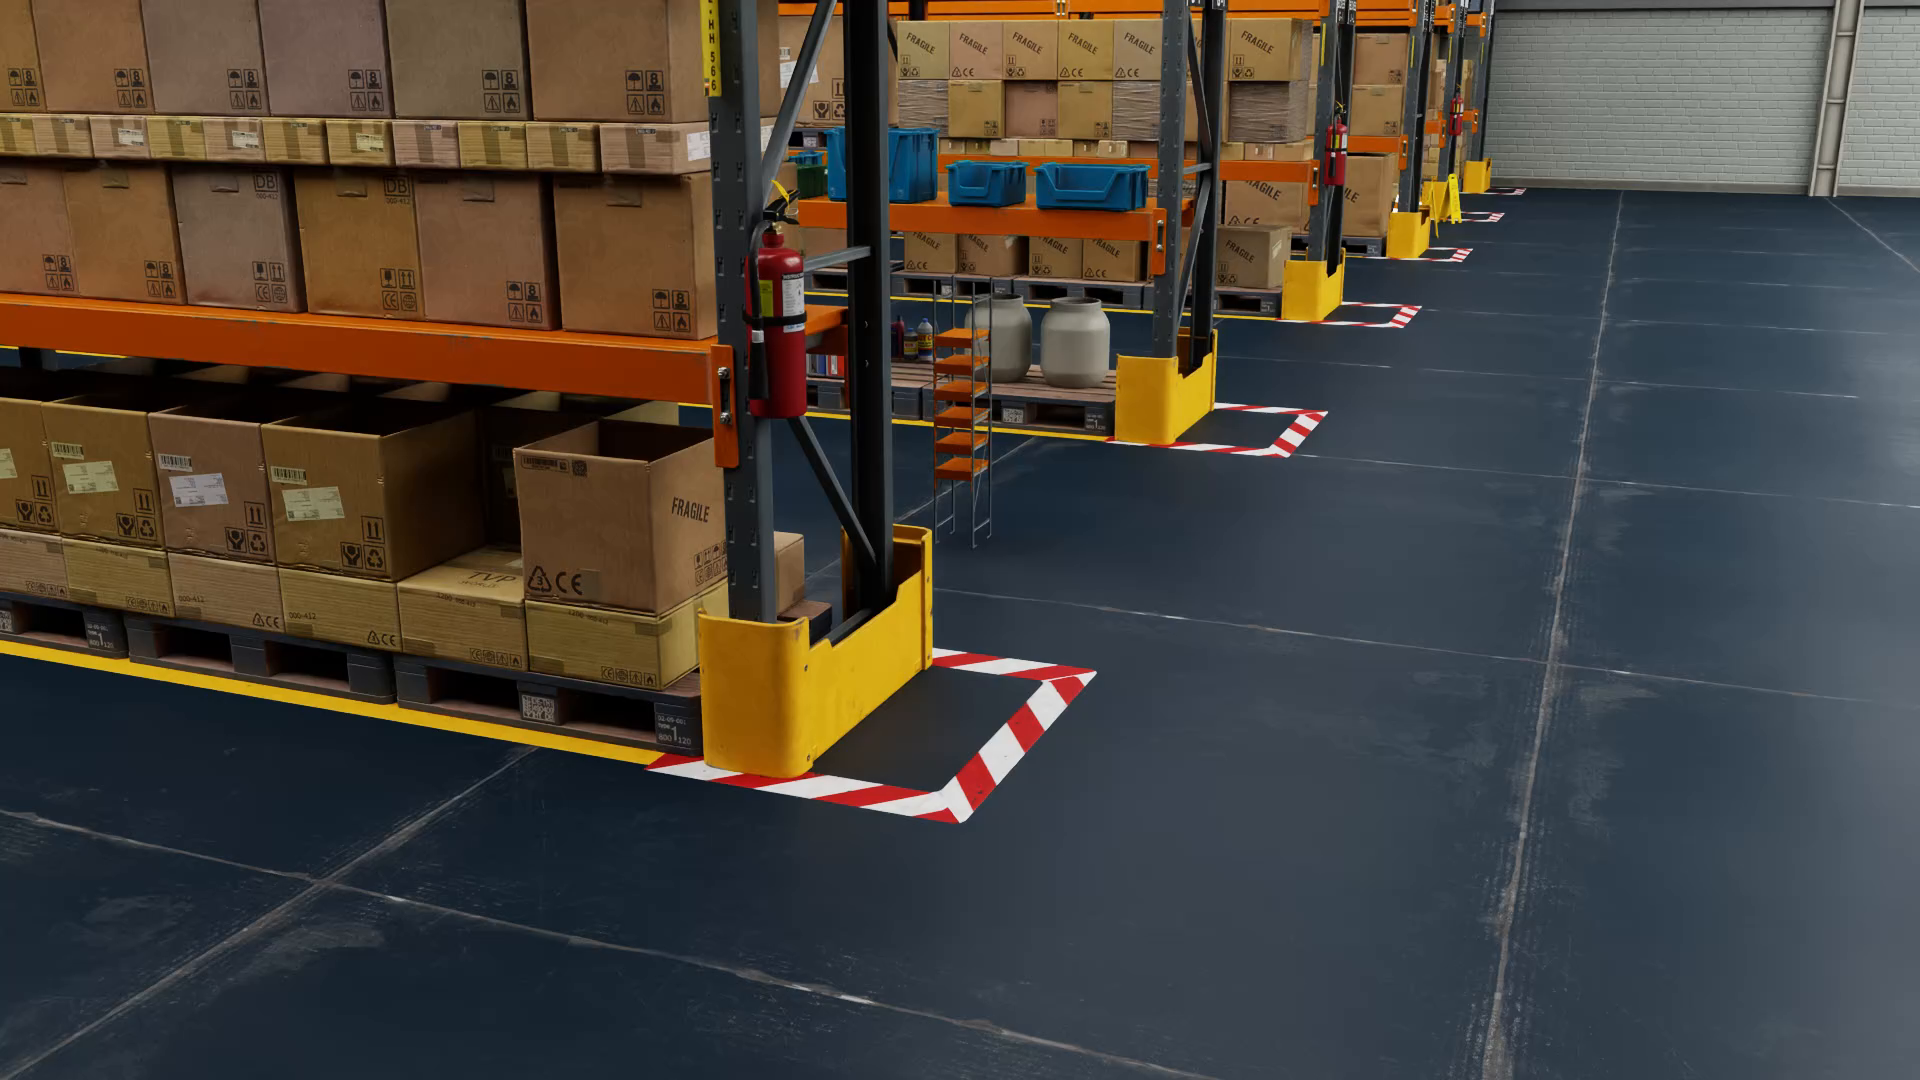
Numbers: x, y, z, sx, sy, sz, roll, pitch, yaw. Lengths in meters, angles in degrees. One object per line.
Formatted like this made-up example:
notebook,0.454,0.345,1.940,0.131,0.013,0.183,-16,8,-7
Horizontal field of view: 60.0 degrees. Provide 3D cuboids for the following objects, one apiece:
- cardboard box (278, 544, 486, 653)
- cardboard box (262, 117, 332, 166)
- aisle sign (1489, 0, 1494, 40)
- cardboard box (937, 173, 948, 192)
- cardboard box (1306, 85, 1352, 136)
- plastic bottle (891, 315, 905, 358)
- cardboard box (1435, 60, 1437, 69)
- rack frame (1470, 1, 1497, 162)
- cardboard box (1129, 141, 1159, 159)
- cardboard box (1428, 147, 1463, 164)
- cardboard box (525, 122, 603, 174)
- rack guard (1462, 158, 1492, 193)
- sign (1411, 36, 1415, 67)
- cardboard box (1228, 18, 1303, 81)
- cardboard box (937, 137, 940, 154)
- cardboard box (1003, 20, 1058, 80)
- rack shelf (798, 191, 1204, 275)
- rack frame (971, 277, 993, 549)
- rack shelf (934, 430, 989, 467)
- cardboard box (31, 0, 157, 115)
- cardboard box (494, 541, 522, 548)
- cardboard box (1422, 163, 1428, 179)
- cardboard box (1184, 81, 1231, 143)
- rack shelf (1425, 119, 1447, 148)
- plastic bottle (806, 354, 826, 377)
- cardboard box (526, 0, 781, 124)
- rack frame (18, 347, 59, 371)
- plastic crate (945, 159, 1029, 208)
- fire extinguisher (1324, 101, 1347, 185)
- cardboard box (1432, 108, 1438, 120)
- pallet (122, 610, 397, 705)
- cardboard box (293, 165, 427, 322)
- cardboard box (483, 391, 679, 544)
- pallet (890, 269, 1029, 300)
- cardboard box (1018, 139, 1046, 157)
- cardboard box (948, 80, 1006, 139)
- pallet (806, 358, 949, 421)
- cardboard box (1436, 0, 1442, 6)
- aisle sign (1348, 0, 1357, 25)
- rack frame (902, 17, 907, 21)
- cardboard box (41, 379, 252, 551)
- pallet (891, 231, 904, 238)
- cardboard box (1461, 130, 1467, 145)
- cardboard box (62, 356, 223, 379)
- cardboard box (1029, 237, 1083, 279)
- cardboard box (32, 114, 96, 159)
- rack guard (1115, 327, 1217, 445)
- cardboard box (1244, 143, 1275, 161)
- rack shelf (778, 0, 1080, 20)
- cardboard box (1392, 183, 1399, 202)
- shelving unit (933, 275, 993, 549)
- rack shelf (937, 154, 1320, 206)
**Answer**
cardboard box,-2.021,0.173,5.876,0.500,0.250,0.500,6,17,21
cardboard box,-2.109,-1.350,5.601,0.250,0.149,0.380,7,18,22
aisle sign,8.567,-8.461,26.776,0.004,0.787,0.394,6,17,21
cardboard box,-0.153,-4.384,20.676,0.750,0.750,1.050,6,17,21
cardboard box,4.193,-4.862,18.774,0.550,0.550,0.875,6,17,21
plastic bottle,-0.433,-1.354,11.040,0.133,0.283,0.061,7,17,22
cardboard box,7.709,-7.817,27.343,0.250,0.149,0.380,7,17,22
rack frame,8.614,-7.296,27.424,0.127,3.000,1.000,6,17,21
cardboard box,1.650,-3.416,14.511,0.250,0.149,0.380,6,17,21
cardboard box,8.047,-6.386,27.571,0.500,0.250,0.500,6,17,20
cardboard box,-1.148,-1.244,5.237,0.250,0.149,0.380,7,18,22
rack guard,8.636,-6.093,27.764,0.348,0.500,1.175,6,17,21
sign,4.862,-5.244,17.856,0.005,0.325,0.100,6,17,21
cardboard box,2.558,-4.101,13.913,0.500,0.500,0.500,6,17,21
cardboard box,-0.243,-3.597,15.135,0.250,0.149,0.380,6,17,21
cardboard box,0.695,-4.304,14.612,0.500,0.500,0.500,6,17,21
rack shelf,-0.518,-2.012,10.515,4.000,0.370,1.077,6,17,21
rack frame,0.099,-0.565,7.469,0.006,1.200,0.240,6,17,21
rack shelf,0.013,-0.417,7.547,0.180,0.103,0.258,6,17,21
cardboard box,-2.848,-1.802,5.996,0.500,0.500,0.700,6,17,21
cardboard box,-1.362,0.087,6.171,0.500,0.250,0.500,6,17,21
cardboard box,7.602,-6.196,27.815,0.500,0.250,0.500,6,17,21
cardboard box,2.149,-3.712,14.367,0.500,0.500,0.875,6,17,21
rack shelf,4.936,-5.867,23.793,4.000,0.370,1.077,6,17,21
plastic bottle,-0.880,-1.178,10.446,0.135,0.276,0.152,6,17,19
cardboard box,-0.957,-1.596,5.286,0.500,0.500,0.700,6,17,21
rack frame,-4.199,-1.278,6.695,0.127,3.000,1.000,6,17,21
plastic crate,0.165,-2.123,9.873,0.408,0.251,0.499,6,17,21
fire extinguisher,3.097,-3.269,13.693,0.183,0.674,0.296,6,17,21
cardboard box,6.556,-5.976,23.328,0.250,0.149,0.380,6,17,21
pallet,-2.336,0.278,6.338,1.213,0.211,1.003,6,17,21
cardboard box,-1.858,-1.073,5.809,0.500,0.500,0.700,6,17,21
cardboard box,-1.361,-0.273,6.068,0.500,0.500,0.500,6,17,21
pallet,0.077,-2.448,15.728,1.213,0.211,1.003,6,17,21
cardboard box,0.701,-3.505,14.816,0.250,0.149,0.380,6,17,21
cardboard box,0.287,-3.915,15.067,0.500,0.500,0.875,6,17,21
pallet,-0.630,-1.019,10.806,1.213,0.211,1.003,6,17,21
cardboard box,6.362,-7.292,22.481,0.250,0.149,0.380,6,17,21
aisle sign,3.328,-4.758,14.018,0.004,0.787,0.394,6,17,21
rack frame,-0.646,-6.826,25.807,0.127,3.000,1.000,6,17,21
cardboard box,-2.952,-0.288,6.120,0.500,0.500,0.500,6,17,21
pallet,-0.531,-3.967,20.961,1.213,0.211,1.003,6,17,21
cardboard box,8.236,-6.755,27.947,0.500,0.250,0.500,6,17,20
cardboard box,-3.227,-0.474,6.761,0.500,0.500,0.500,6,17,21
cardboard box,0.938,-2.697,15.314,0.500,0.500,0.500,5,17,16
cardboard box,-3.070,-1.456,5.964,0.250,0.149,0.380,6,17,19
rack guard,1.255,-0.948,10.043,0.348,0.500,1.175,6,17,21
cardboard box,2.587,-3.318,14.174,0.250,0.149,0.380,6,17,21
rack shelf,-0.508,-6.422,20.326,4.000,0.370,1.077,6,17,21
cardboard box,5.923,-4.904,23.366,0.500,0.250,0.500,6,17,20
shelving unit,0.013,-0.575,7.501,0.189,1.200,0.258,6,17,21
rack shelf,1.300,-3.297,14.940,4.000,0.370,1.077,6,17,21
